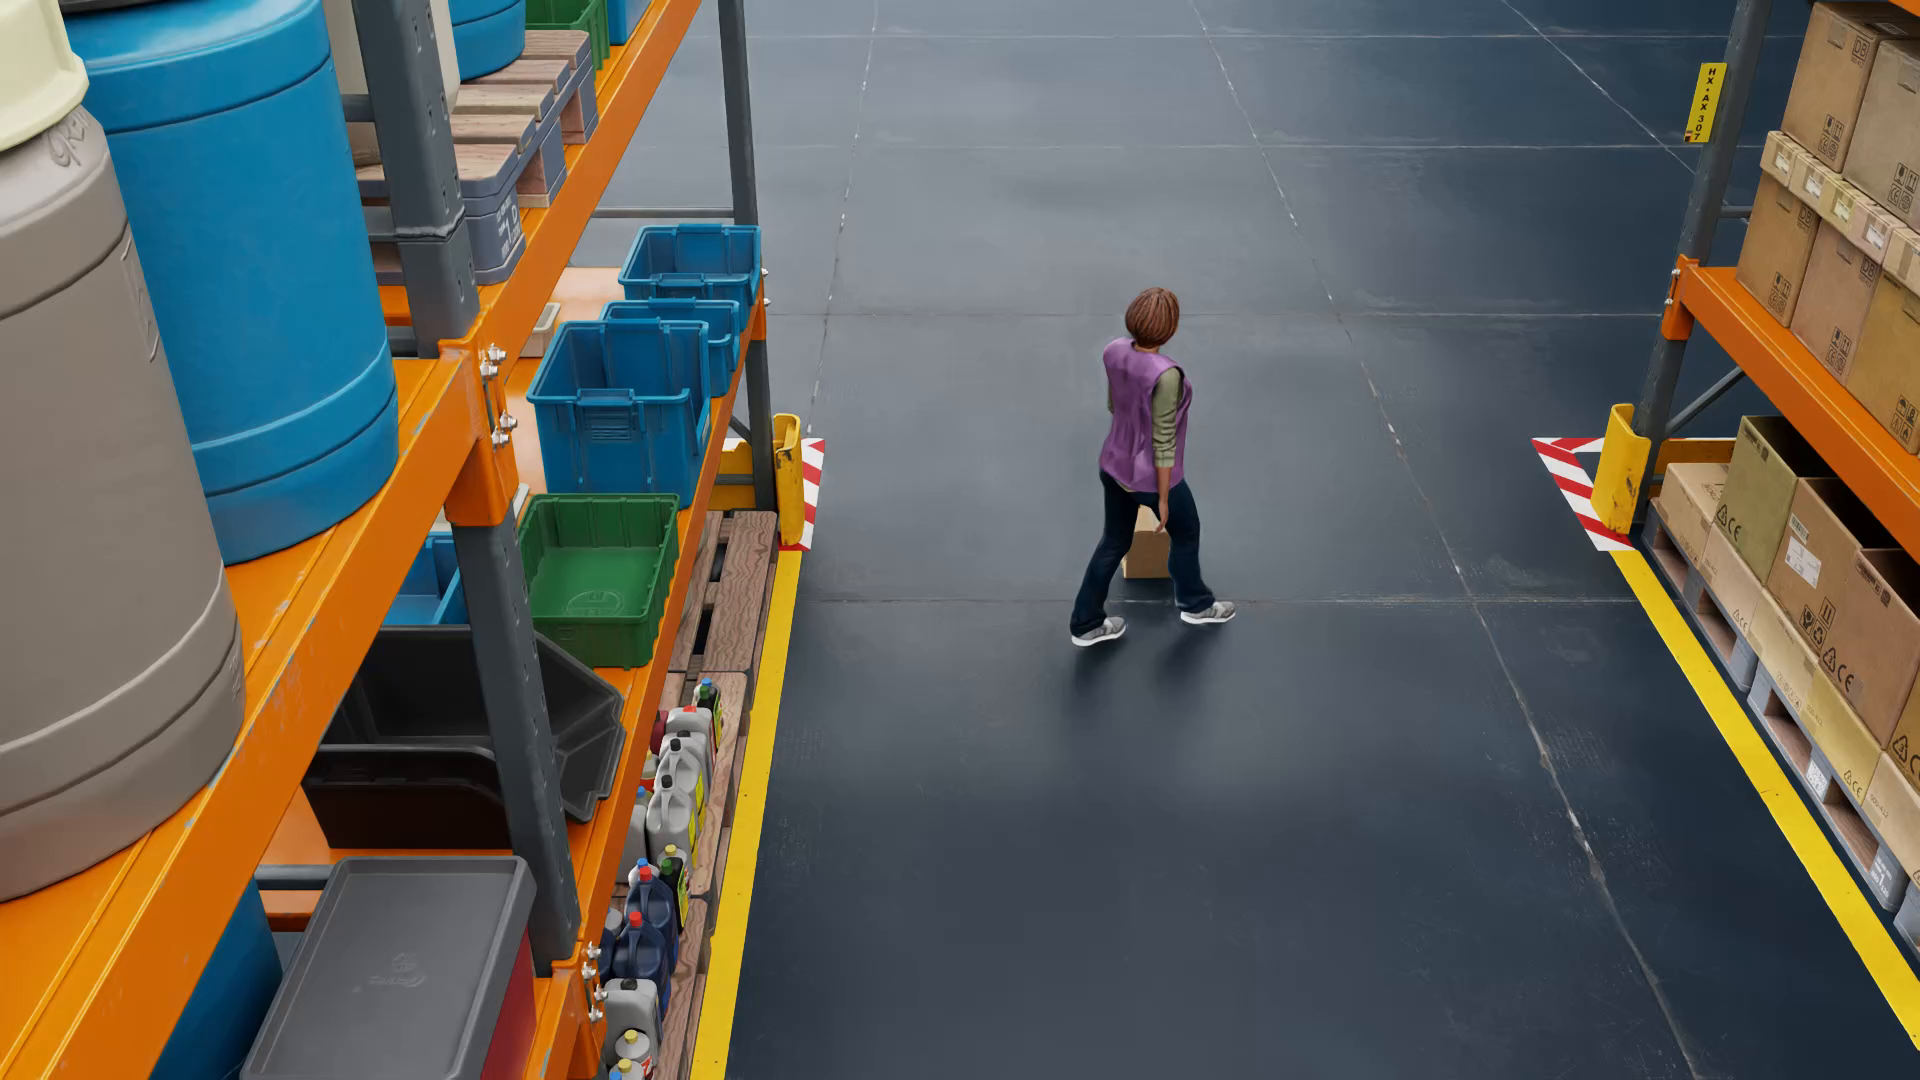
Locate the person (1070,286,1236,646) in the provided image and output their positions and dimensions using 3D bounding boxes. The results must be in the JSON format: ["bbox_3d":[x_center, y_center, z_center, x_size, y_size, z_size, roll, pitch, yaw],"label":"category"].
[{"bbox_3d":[0.795,-0.298,6.606,0.750,1.575,0.466,-22,38,-31],"label":"person"}]
